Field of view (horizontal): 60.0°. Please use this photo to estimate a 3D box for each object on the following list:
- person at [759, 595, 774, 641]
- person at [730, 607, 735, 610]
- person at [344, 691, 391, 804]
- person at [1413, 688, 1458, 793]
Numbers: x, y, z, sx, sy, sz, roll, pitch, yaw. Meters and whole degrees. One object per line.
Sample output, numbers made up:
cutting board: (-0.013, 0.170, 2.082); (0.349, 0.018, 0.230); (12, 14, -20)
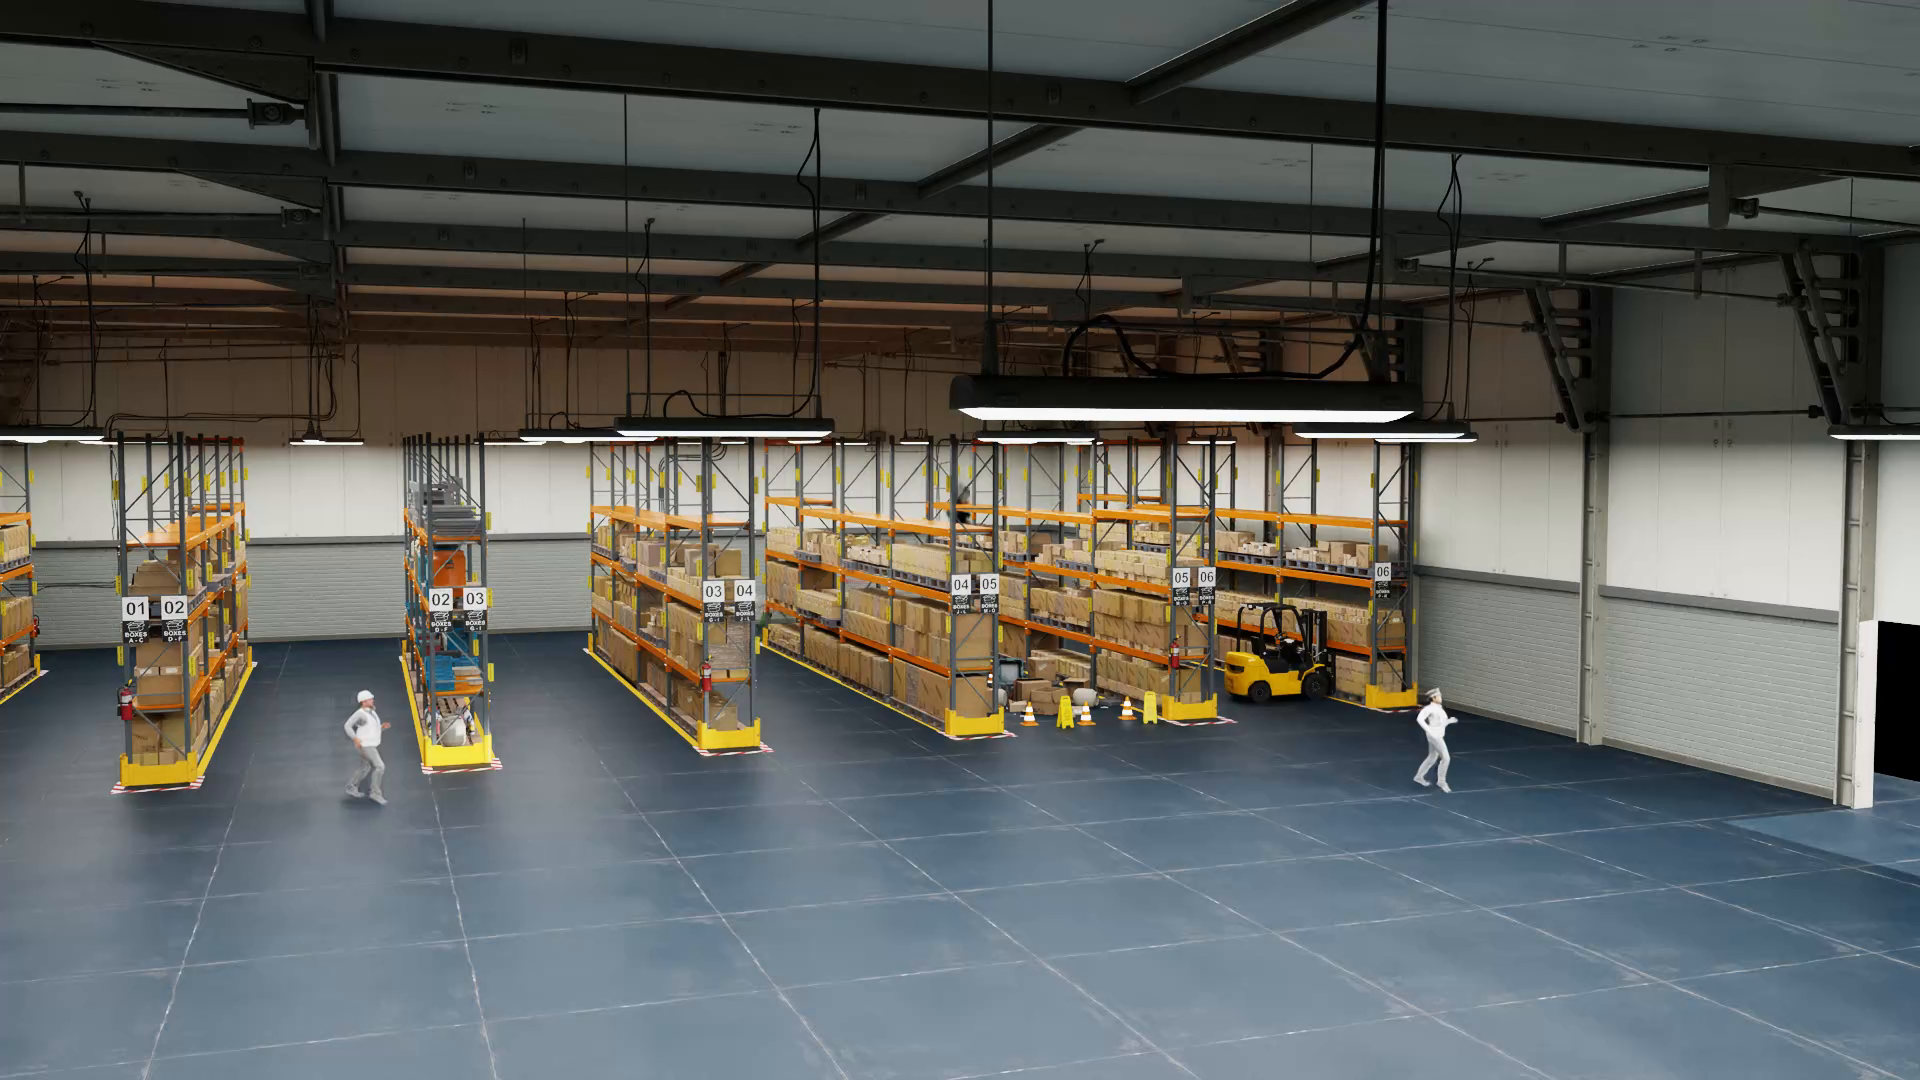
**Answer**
person: (-5.698, 2.136, 49.414); (0.758, 1.731, 0.699); (-2, 4, -27)
person: (-6.088, 2.320, 45.943); (0.696, 1.743, 0.642); (-1, 3, -17)
person: (-9.572, 3.349, 26.847); (0.773, 1.837, 0.628); (0, 3, -2)
person: (7.948, 3.335, 27.775); (0.686, 1.752, 0.593); (2, 4, 26)
